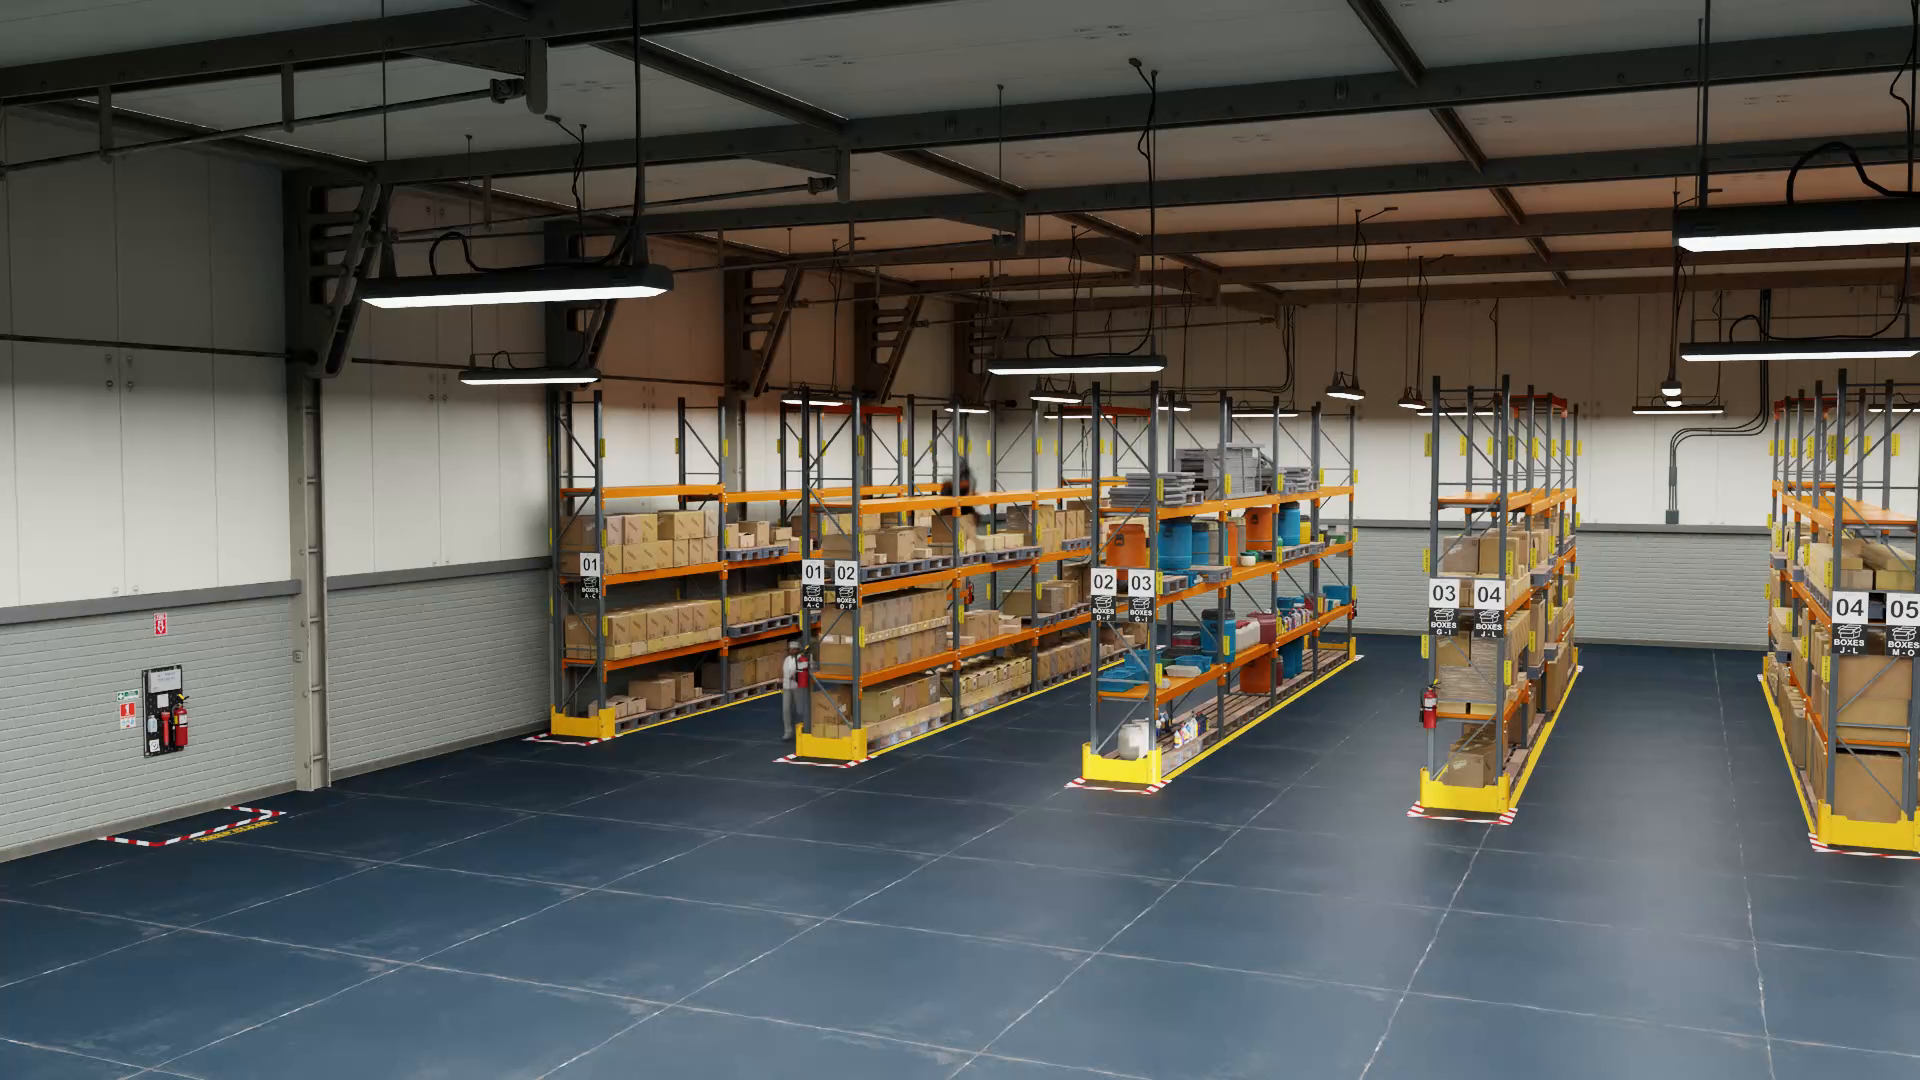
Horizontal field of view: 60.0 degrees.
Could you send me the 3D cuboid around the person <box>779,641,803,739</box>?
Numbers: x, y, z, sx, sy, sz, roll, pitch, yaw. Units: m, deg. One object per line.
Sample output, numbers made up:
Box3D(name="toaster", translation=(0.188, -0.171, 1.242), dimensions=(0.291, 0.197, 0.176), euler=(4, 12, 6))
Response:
Box3D(name="person", translation=(-2.875, 2.572, 28.784), dimensions=(0.564, 1.664, 0.851), euler=(1, 3, 20))
